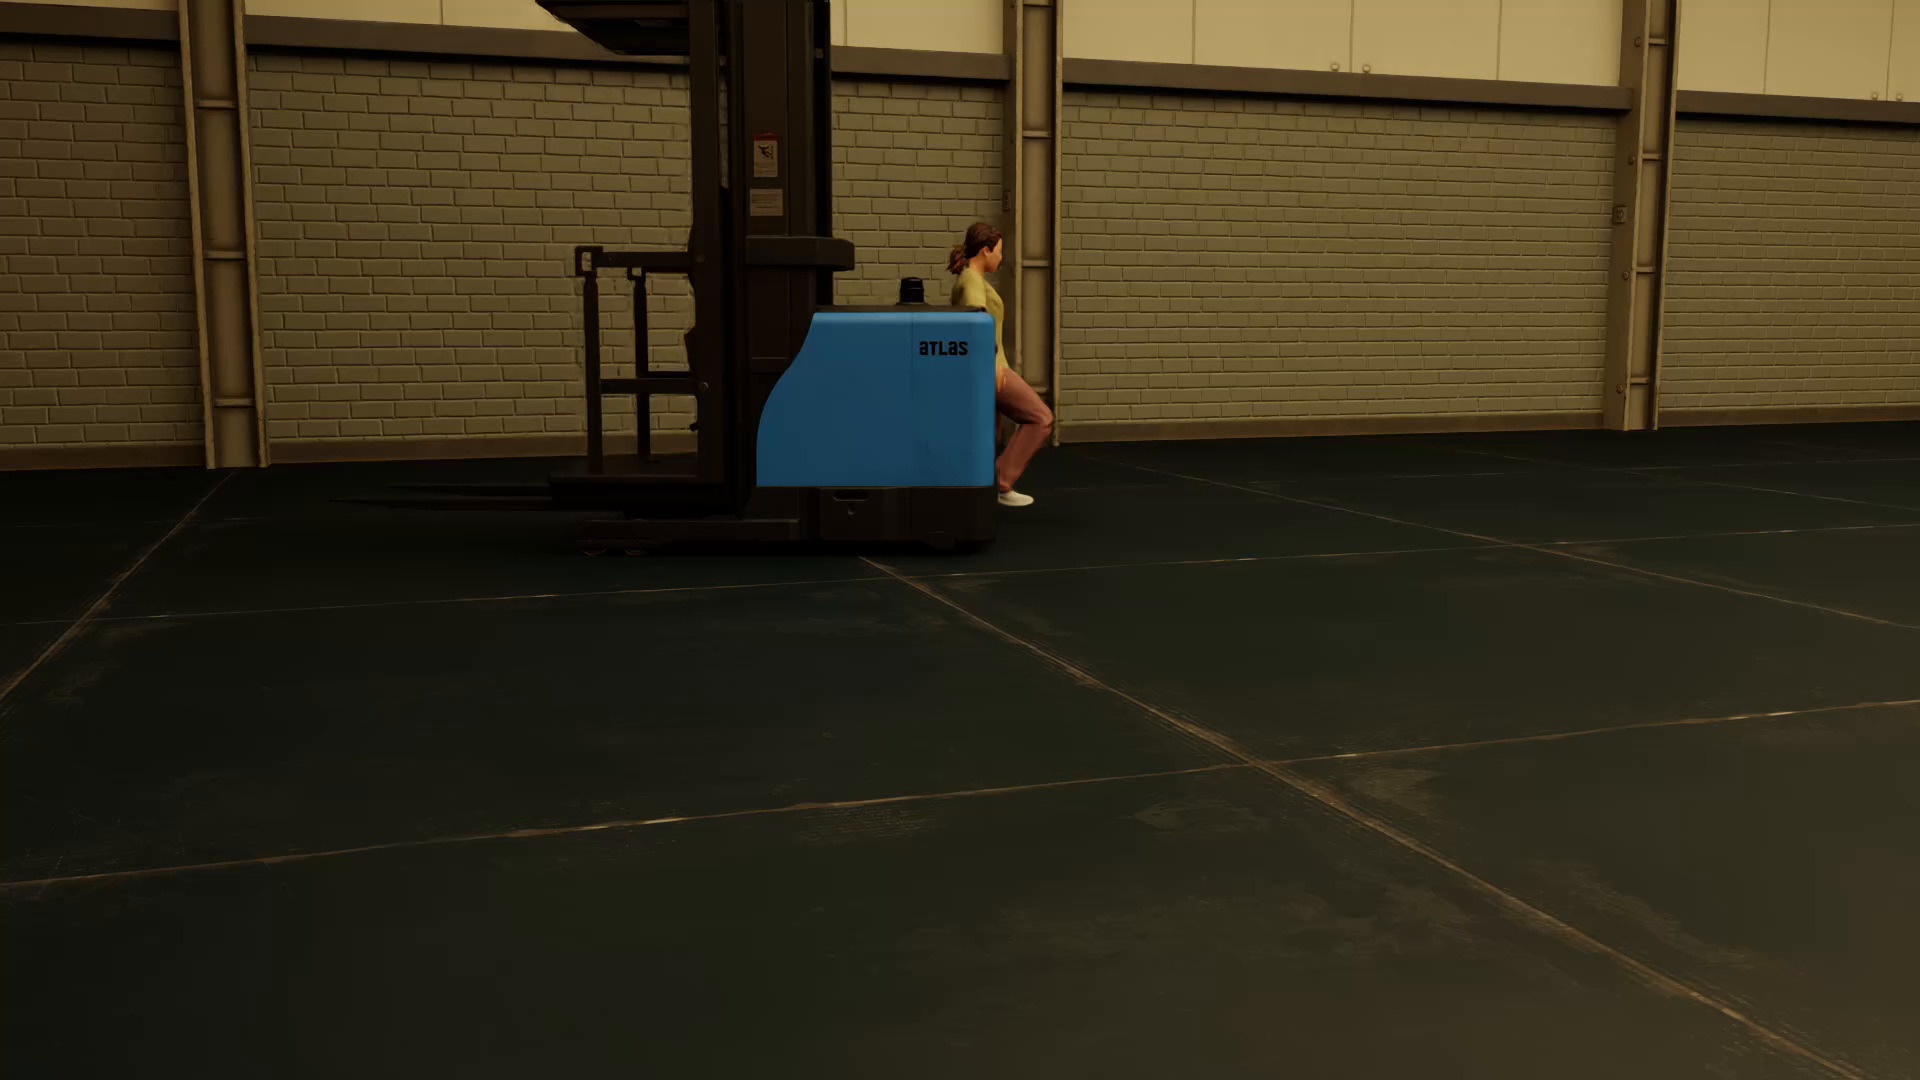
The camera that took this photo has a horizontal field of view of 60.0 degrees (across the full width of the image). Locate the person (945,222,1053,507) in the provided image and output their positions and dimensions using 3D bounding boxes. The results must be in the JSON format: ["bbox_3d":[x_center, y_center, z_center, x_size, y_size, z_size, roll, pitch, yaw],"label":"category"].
[{"bbox_3d":[0.154,-0.889,8.808,0.607,1.568,0.861,-1,8,-6],"label":"person"}]

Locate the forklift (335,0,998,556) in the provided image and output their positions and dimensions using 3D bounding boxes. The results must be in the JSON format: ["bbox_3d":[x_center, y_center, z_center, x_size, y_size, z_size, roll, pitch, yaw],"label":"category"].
[{"bbox_3d":[-1.340,-1.453,7.730,3.031,2.935,1.130,0,8,2],"label":"forklift"}]
